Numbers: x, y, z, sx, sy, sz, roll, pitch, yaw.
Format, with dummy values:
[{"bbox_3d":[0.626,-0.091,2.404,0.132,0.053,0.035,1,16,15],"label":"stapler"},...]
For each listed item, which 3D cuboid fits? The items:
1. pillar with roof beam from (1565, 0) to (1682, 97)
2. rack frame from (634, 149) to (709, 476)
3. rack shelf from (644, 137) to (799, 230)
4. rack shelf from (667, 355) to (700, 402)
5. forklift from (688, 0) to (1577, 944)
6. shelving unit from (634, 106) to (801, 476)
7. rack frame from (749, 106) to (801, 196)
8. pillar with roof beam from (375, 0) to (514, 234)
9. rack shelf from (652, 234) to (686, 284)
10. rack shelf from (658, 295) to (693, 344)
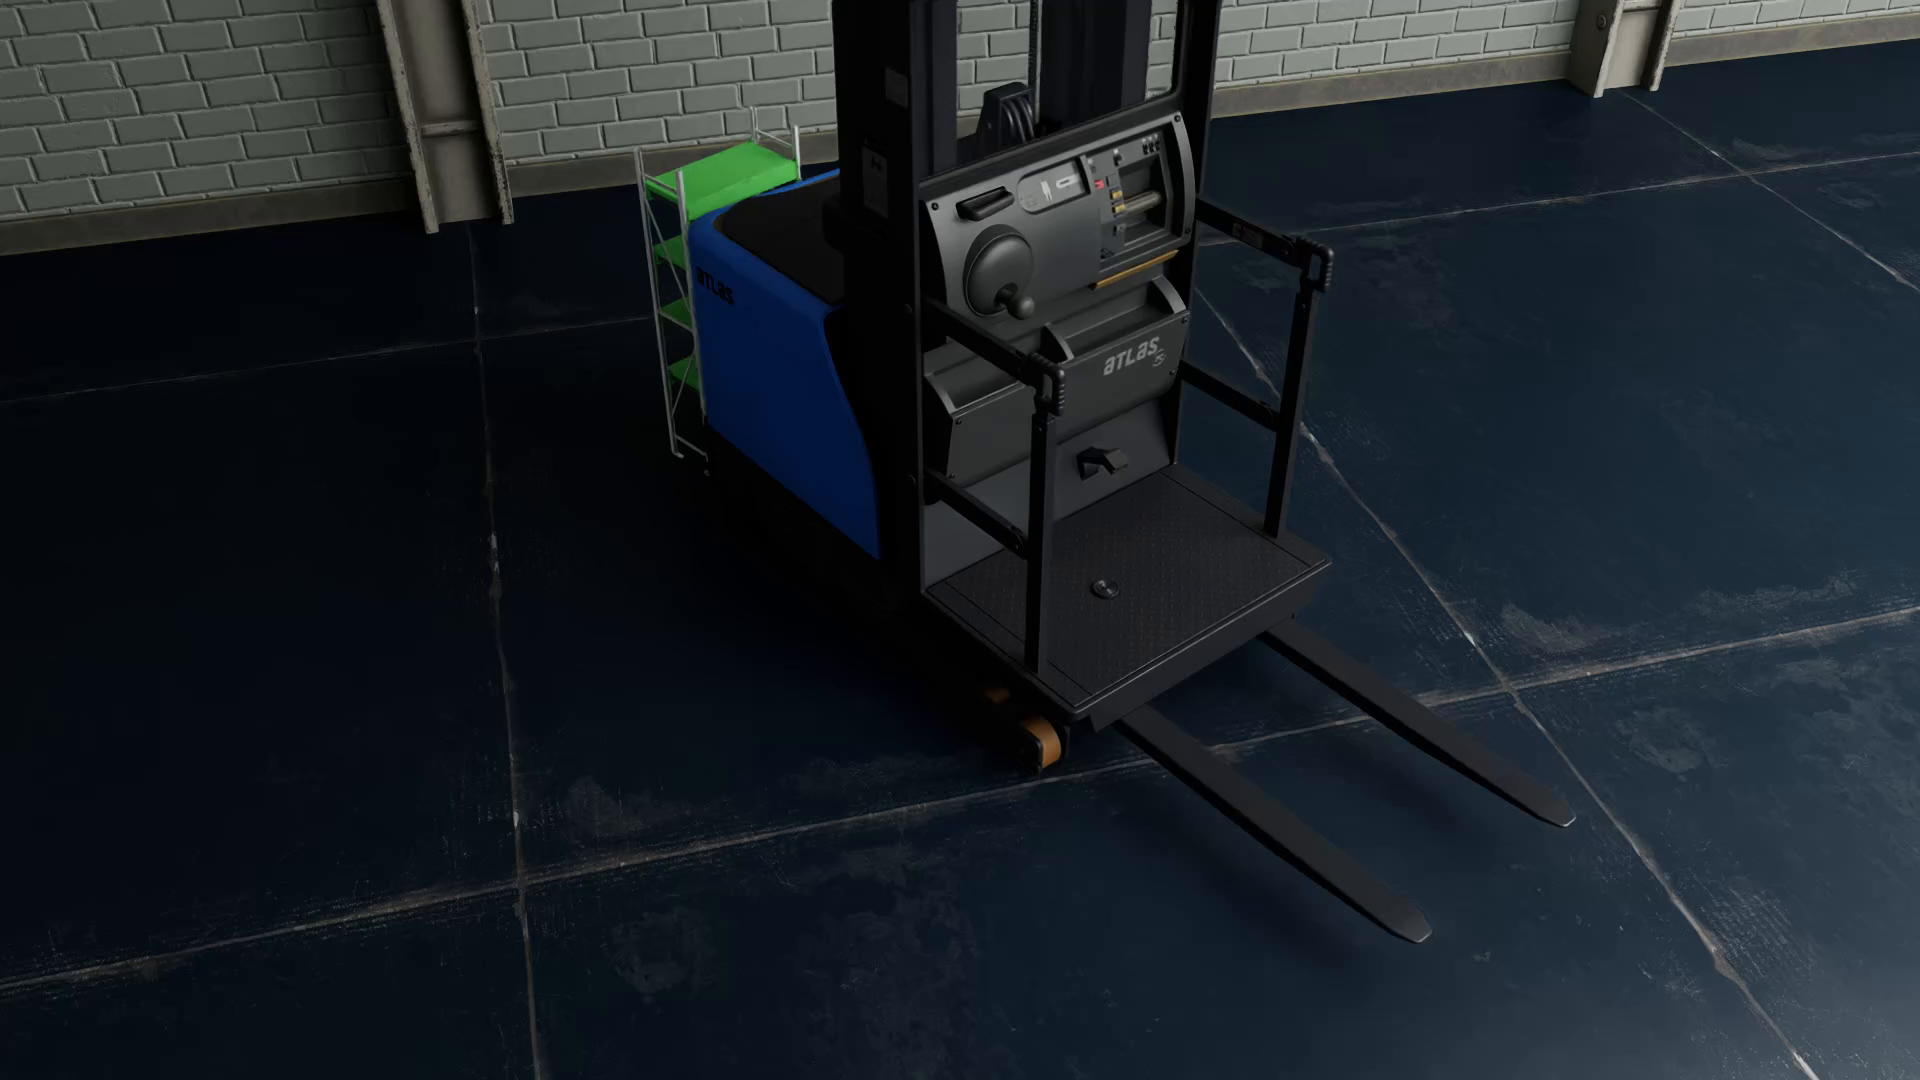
[{"bbox_3d":[4.631,-3.517,2.941,0.400,9.000,9.100,-9,38,-12],"label":"pillar with roof beam"},{"bbox_3d":[-0.979,-0.753,5.747,0.240,1.200,0.015,31,47,34],"label":"rack frame"},{"bbox_3d":[-0.808,-1.189,5.632,0.258,0.148,0.480,31,47,34],"label":"rack shelf"},{"bbox_3d":[-0.808,-0.618,6.070,0.258,0.148,0.480,31,47,34],"label":"rack shelf"},{"bbox_3d":[0.427,-0.835,4.429,1.130,2.935,3.031,-26,45,-30],"label":"forklift"},{"bbox_3d":[-0.808,-0.859,5.885,0.258,1.200,0.503,31,47,34],"label":"shelving unit"},{"bbox_3d":[-0.636,-0.964,6.023,0.240,1.200,0.015,31,47,34],"label":"rack frame"},{"bbox_3d":[-1.161,-2.566,1.698,0.400,9.000,9.100,-9,38,-12],"label":"pillar with roof beam"},{"bbox_3d":[-0.808,-0.999,5.778,0.258,0.148,0.480,31,47,34],"label":"rack shelf"},{"bbox_3d":[-0.808,-0.808,5.924,0.258,0.148,0.480,31,47,34],"label":"rack shelf"}]
